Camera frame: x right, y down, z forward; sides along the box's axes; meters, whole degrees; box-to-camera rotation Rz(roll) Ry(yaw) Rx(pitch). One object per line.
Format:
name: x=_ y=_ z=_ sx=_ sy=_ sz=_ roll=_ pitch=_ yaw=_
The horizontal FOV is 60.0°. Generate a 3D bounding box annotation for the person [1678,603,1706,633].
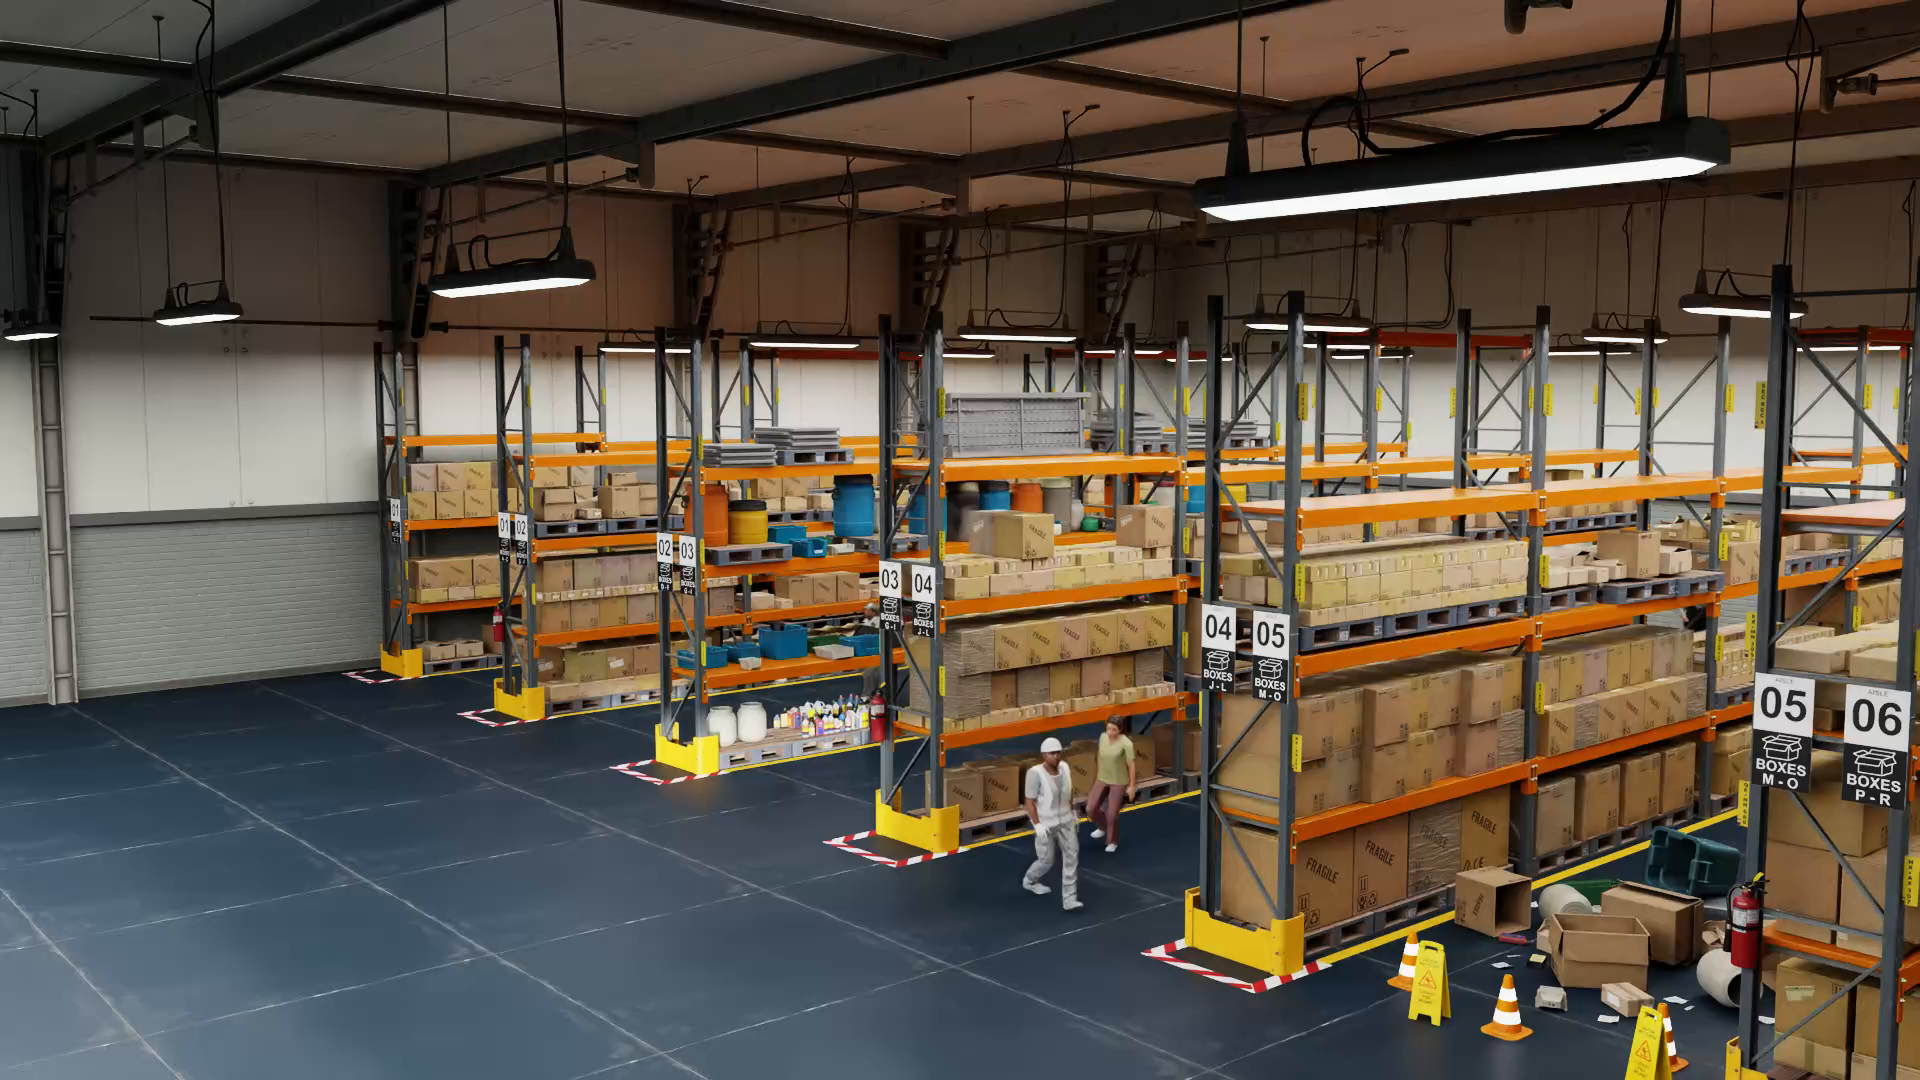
person: x=13.141 y=1.590 z=29.642 sx=0.655 sy=1.693 sz=1.006 roll=3 pitch=6 yaw=33

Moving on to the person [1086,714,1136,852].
person: x=1.708 y=2.677 z=18.487 sx=0.698 sy=1.596 sz=0.593 roll=4 pitch=6 yaw=35

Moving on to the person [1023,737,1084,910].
person: x=0.919 y=2.812 z=16.597 sx=0.643 sy=1.741 sz=0.872 roll=-3 pitch=6 yaw=-30

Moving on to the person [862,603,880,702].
person: x=-1.351 y=1.871 z=27.175 sx=0.901 sy=1.709 sz=0.597 roll=-4 pitch=6 yaw=-35
